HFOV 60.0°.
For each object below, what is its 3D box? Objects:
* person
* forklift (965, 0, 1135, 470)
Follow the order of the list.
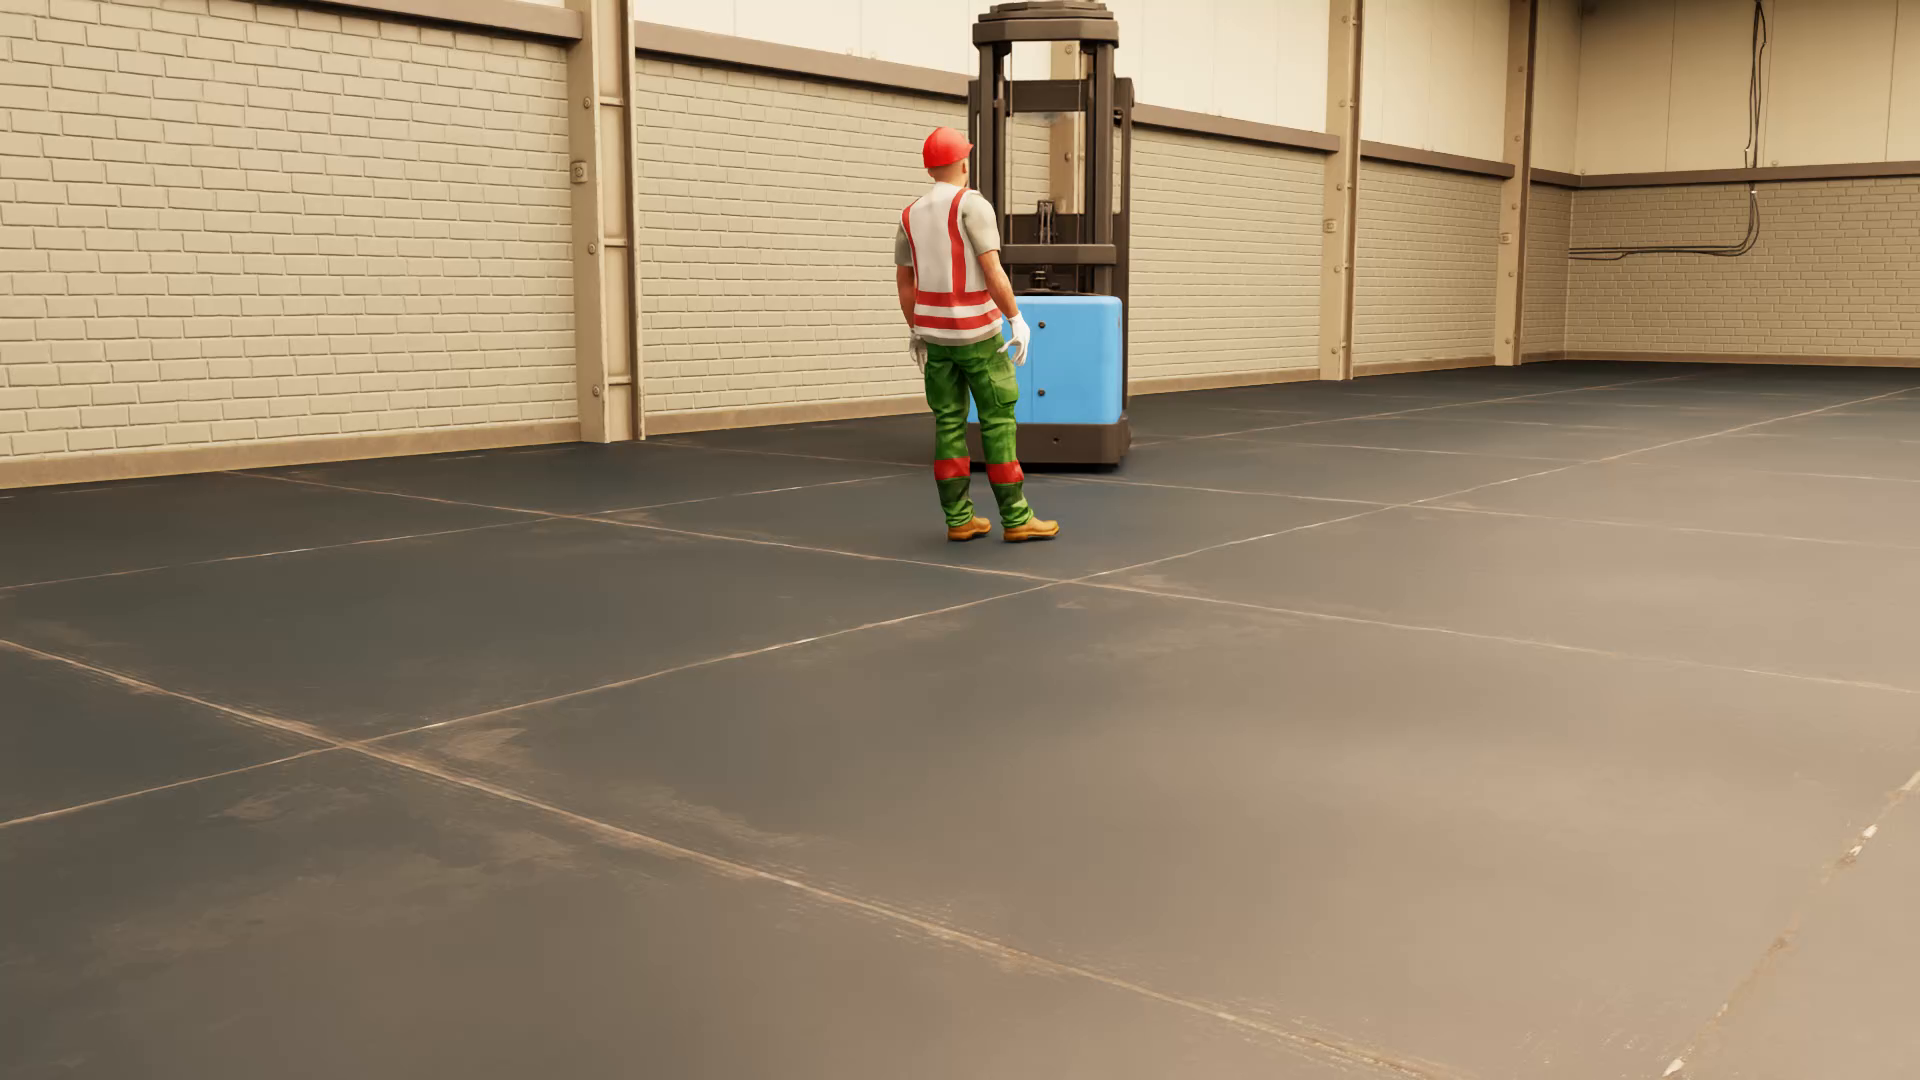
[{"bbox_3d":[0.060,-0.900,7.328,0.637,1.787,0.564,7,11,38],"label":"person"},{"bbox_3d":[0.626,-2.066,11.402,1.130,2.935,3.031,1,8,7],"label":"forklift"}]
